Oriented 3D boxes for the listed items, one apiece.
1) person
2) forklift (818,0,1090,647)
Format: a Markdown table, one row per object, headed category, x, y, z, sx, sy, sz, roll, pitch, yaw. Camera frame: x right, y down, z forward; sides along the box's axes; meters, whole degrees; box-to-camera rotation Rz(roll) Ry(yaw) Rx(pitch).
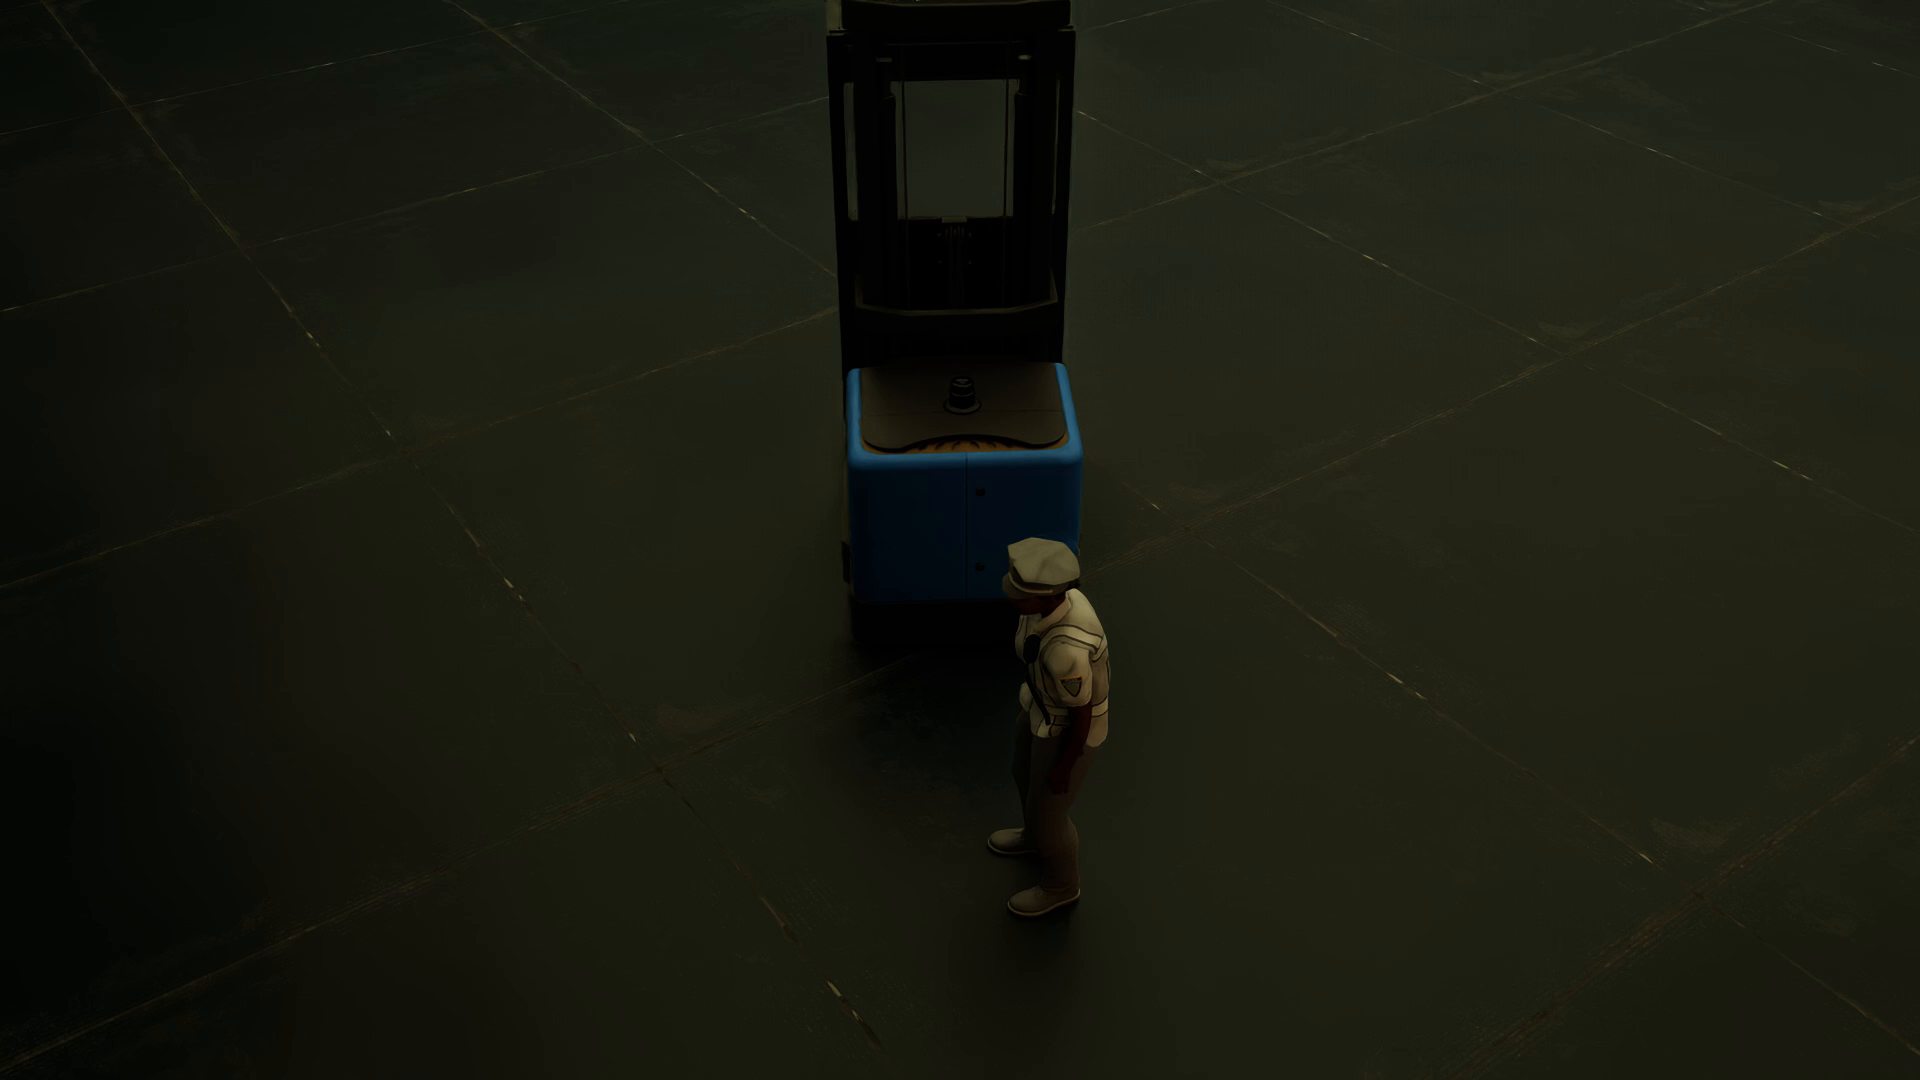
| category | x | y | z | sx | sy | sz | roll | pitch | yaw |
| --- | --- | --- | --- | --- | --- | --- | --- | --- | --- |
| person | 0.327 | 0.678 | 6.100 | 0.395 | 1.658 | 0.526 | -8 | 37 | -10 |
| forklift | -0.082 | -1.549 | 8.039 | 1.130 | 2.935 | 3.031 | -3 | 37 | -5 |
